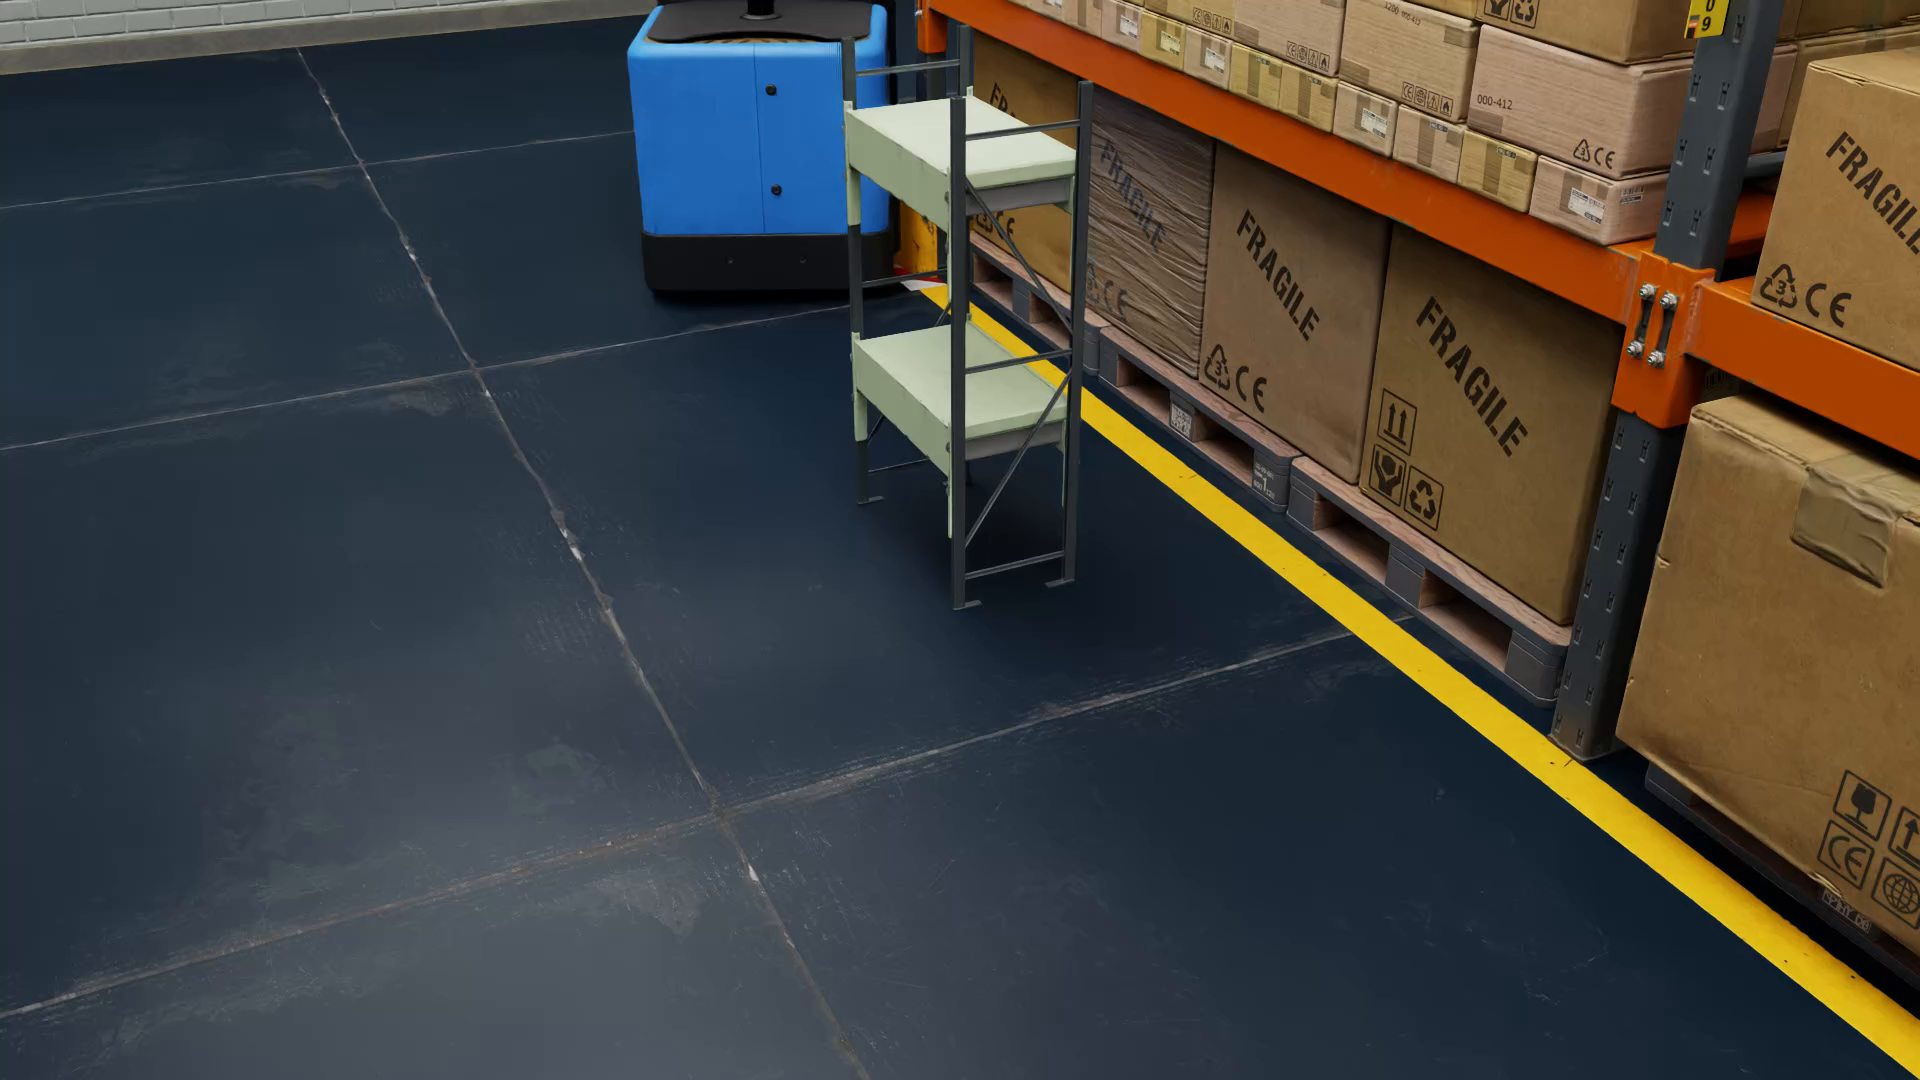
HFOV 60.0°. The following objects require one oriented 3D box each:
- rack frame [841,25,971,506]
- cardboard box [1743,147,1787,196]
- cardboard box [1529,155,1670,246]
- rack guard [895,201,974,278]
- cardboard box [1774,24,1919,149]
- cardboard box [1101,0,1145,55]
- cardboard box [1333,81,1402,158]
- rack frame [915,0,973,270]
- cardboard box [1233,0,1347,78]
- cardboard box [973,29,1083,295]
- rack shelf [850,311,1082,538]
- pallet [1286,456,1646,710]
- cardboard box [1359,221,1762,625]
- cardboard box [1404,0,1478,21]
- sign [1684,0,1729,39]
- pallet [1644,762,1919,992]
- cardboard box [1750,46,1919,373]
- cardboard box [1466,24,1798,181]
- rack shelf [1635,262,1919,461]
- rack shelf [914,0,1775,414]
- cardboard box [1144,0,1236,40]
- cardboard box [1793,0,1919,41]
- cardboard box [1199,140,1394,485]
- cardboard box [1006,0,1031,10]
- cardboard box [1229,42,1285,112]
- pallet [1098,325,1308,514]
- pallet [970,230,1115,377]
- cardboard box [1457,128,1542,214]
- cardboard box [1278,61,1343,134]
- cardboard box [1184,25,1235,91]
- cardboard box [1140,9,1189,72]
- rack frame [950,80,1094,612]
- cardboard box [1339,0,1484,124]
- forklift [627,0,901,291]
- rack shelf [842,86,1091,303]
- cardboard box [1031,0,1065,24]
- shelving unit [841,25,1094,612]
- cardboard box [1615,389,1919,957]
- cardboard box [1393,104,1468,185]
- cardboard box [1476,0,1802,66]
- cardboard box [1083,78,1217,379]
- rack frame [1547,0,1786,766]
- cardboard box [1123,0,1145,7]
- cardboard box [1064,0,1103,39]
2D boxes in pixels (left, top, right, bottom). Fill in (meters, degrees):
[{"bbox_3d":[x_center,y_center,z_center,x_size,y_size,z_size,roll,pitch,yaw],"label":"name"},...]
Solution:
[{"bbox_3d":[-0.154,-0.813,5.166,0.400,1.500,0.023,-13,32,-22],"label":"rack frame"},{"bbox_3d":[2.178,-0.958,4.148,0.380,0.149,0.250,-13,32,-22],"label":"cardboard box"},{"bbox_3d":[1.578,-0.823,3.908,0.380,0.149,0.250,-13,32,-22],"label":"cardboard box"},{"bbox_3d":[0.278,-1.554,7.510,1.175,0.500,0.348,-13,32,-22],"label":"rack guard"},{"bbox_3d":[2.040,-1.193,4.161,0.500,0.250,0.500,-14,32,-23],"label":"cardboard box"},{"bbox_3d":[0.696,-1.730,5.526,0.380,0.149,0.250,-13,32,-23],"label":"cardboard box"},{"bbox_3d":[1.247,-1.164,4.515,0.380,0.149,0.250,-12,32,-21],"label":"cardboard box"},{"bbox_3d":[0.288,-2.634,6.880,1.000,3.000,0.127,-13,32,-22],"label":"rack frame"},{"bbox_3d":[1.135,-1.524,4.751,0.500,0.250,0.500,-12,32,-21],"label":"cardboard box"},{"bbox_3d":[0.635,-1.624,6.822,0.875,0.875,0.875,-13,32,-22],"label":"cardboard box"},{"bbox_3d":[0.003,-0.367,5.037,0.431,0.370,0.720,-13,32,-22],"label":"rack shelf"},{"bbox_3d":[1.749,-0.003,5.039,1.003,0.211,1.213,-13,32,-22],"label":"pallet"},{"bbox_3d":[1.794,-0.431,4.695,0.875,0.875,0.875,-13,32,-22],"label":"cardboard box"},{"bbox_3d":[1.355,-1.627,4.167,0.500,0.500,0.500,-13,32,-21],"label":"cardboard box"},{"bbox_3d":[1.504,-1.162,3.289,0.100,0.325,0.005,-13,32,-22],"label":"sign"},{"bbox_3d":[2.404,0.675,3.831,1.003,0.211,1.213,-13,32,-22],"label":"pallet"},{"bbox_3d":[1.977,-0.655,3.248,0.500,0.500,0.500,-13,32,-22],"label":"cardboard box"},{"bbox_3d":[1.578,-1.071,3.942,0.500,0.250,0.500,-14,32,-23],"label":"cardboard box"},{"bbox_3d":[2.864,0.331,2.329,1.077,0.370,4.000,-13,32,-22],"label":"rack shelf"},{"bbox_3d":[1.146,-1.436,5.480,1.077,0.370,4.000,-13,32,-22],"label":"rack shelf"},{"bbox_3d":[0.920,-1.749,5.151,0.500,0.250,0.500,-14,32,-23],"label":"cardboard box"},{"bbox_3d":[2.030,-1.523,3.982,0.500,0.500,0.500,-13,32,-22],"label":"cardboard box"},{"bbox_3d":[1.408,-0.829,5.404,0.875,0.875,0.875,-13,32,-22],"label":"cardboard box"},{"bbox_3d":[0.364,-2.072,6.135,0.380,0.149,0.250,-14,32,-23],"label":"cardboard box"},{"bbox_3d":[1.026,-1.391,4.920,0.380,0.149,0.250,-14,32,-23],"label":"cardboard box"},{"bbox_3d":[1.222,-0.542,6.001,1.003,0.211,1.213,-13,32,-22],"label":"pallet"},{"bbox_3d":[0.702,-1.080,6.961,1.003,0.211,1.213,-13,32,-22],"label":"pallet"},{"bbox_3d":[1.467,-0.937,4.111,0.380,0.149,0.250,-12,32,-21],"label":"cardboard box"},{"bbox_3d":[1.136,-1.277,4.718,0.380,0.149,0.250,-12,32,-21],"label":"cardboard box"},{"bbox_3d":[0.918,-1.503,5.121,0.380,0.149,0.250,-13,32,-21],"label":"cardboard box"},{"bbox_3d":[0.804,-1.619,5.327,0.380,0.149,0.250,-14,32,-23],"label":"cardboard box"},{"bbox_3d":[0.160,-0.490,4.590,0.400,1.500,0.023,-13,32,-22],"label":"rack frame"},{"bbox_3d":[1.354,-1.299,4.349,0.500,0.250,0.500,-12,31,-20],"label":"cardboard box"},{"bbox_3d":[-0.842,-3.003,7.609,1.130,2.935,3.031,-1,29,-1],"label":"forklift"},{"bbox_3d":[0.003,-0.992,4.687,0.431,0.370,0.720,-13,32,-22],"label":"rack shelf"},{"bbox_3d":[0.477,-1.957,5.930,0.380,0.149,0.250,-14,32,-23],"label":"cardboard box"},{"bbox_3d":[0.003,-0.651,4.878,0.431,1.500,0.755,-13,32,-22],"label":"shelving unit"},{"bbox_3d":[2.298,0.155,3.649,1.225,0.875,0.875,-13,32,-22],"label":"cardboard box"},{"bbox_3d":[1.358,-1.050,4.313,0.380,0.149,0.250,-14,32,-23],"label":"cardboard box"},{"bbox_3d":[1.566,-1.405,3.771,0.500,0.500,0.500,-12,31,-21],"label":"cardboard box"},{"bbox_3d":[1.026,-1.222,6.106,0.875,0.875,0.875,-13,32,-22],"label":"cardboard box"},{"bbox_3d":[2.005,-0.867,3.729,1.000,3.000,0.127,-13,32,-22],"label":"rack frame"},{"bbox_3d":[0.692,-1.978,5.560,0.500,0.250,0.500,-14,32,-24],"label":"cardboard box"},{"bbox_3d":[0.585,-1.844,5.729,0.380,0.149,0.250,-14,32,-23],"label":"cardboard box"}]
